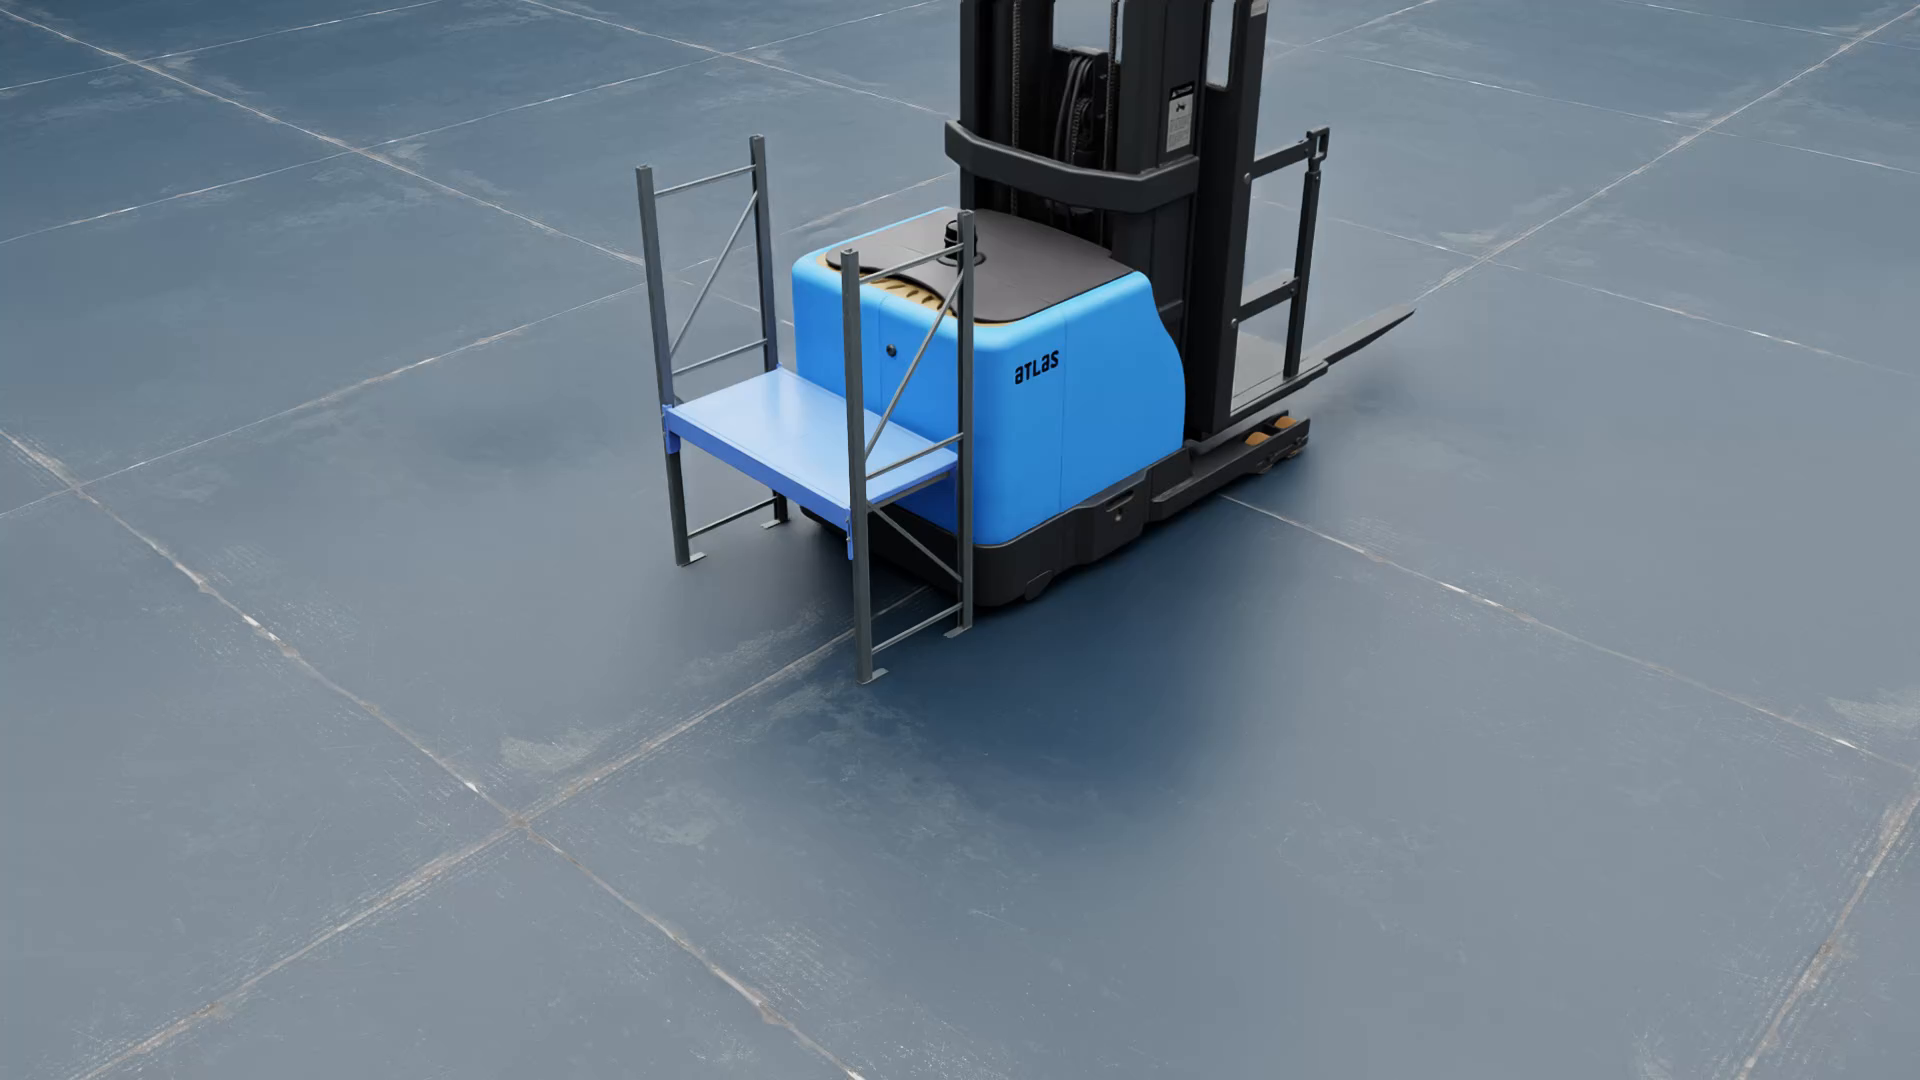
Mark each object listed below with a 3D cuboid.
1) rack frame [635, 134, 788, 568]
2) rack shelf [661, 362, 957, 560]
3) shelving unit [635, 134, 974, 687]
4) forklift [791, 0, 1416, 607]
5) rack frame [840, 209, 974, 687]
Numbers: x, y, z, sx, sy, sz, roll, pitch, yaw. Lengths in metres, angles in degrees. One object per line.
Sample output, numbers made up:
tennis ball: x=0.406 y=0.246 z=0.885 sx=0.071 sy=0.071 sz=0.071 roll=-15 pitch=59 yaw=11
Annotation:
rack frame: x=-0.850 y=-0.636 z=5.851 sx=0.500 sy=1.500 sz=0.032 roll=-26 pitch=40 yaw=-36
rack shelf: x=-0.499 y=-0.292 z=5.629 sx=0.538 sy=0.185 sz=1.000 roll=-26 pitch=40 yaw=-36
shelving unit: x=-0.499 y=-0.446 z=5.536 sx=0.538 sy=1.500 sz=1.048 roll=-26 pitch=40 yaw=-36
forklift: x=0.784 y=-1.688 z=6.212 sx=1.130 sy=2.935 sz=3.031 roll=27 pitch=40 yaw=37
rack frame: x=-0.148 y=-0.256 z=5.221 sx=0.500 sy=1.500 sz=0.032 roll=-26 pitch=40 yaw=-36
